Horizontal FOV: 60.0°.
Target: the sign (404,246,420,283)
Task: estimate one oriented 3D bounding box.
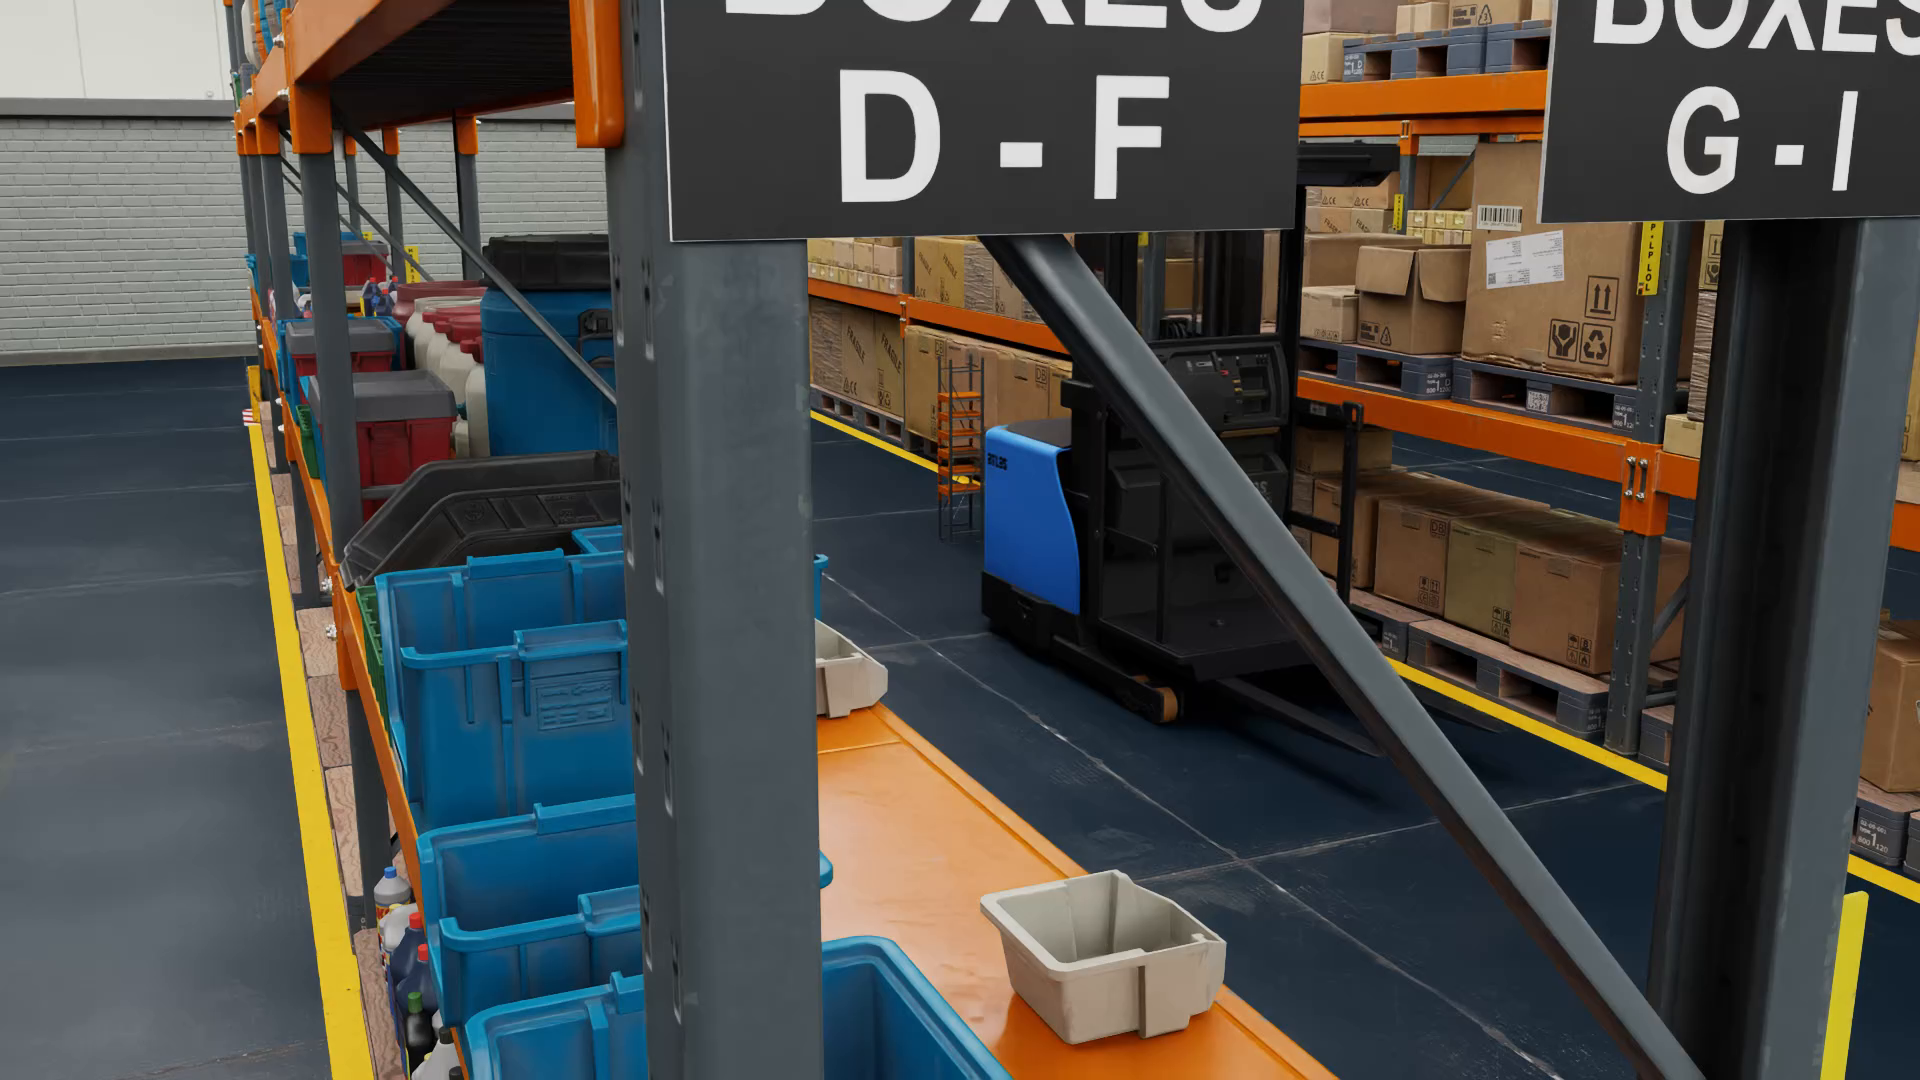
[{"bbox_3d":[-4.032,-1.998,12.238,0.100,0.325,0.005,-6,14,-23],"label":"sign"}]

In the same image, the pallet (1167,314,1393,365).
[{"bbox_3d":[1.987,-1.204,9.846,1.213,0.211,1.003,-6,14,-23],"label":"pallet"}]

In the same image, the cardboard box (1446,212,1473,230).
[{"bbox_3d":[4.541,-2.828,14.741,0.380,0.149,0.250,-5,14,-22],"label":"cardboard box"}]

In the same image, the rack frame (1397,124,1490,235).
[{"bbox_3d":[4.587,-2.689,15.835,1.000,3.000,0.127,-6,14,-23],"label":"rack frame"}]

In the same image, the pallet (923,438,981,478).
[{"bbox_3d":[0.380,-0.751,13.644,1.003,0.211,1.213,-6,14,-23],"label":"pallet"}]

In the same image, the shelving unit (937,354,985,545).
[{"bbox_3d":[0.006,-0.582,10.722,0.258,1.200,0.189,-6,14,-23],"label":"shelving unit"}]

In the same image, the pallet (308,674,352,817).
[{"bbox_3d":[-2.175,0.786,7.006,1.003,0.211,1.213,-6,14,-23],"label":"pallet"}]

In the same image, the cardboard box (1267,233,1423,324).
[{"bbox_3d":[2.172,-1.474,9.434,0.700,0.500,0.500,-3,13,-15],"label":"cardboard box"}]

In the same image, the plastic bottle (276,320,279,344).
[{"bbox_3d":[-4.073,-1.278,9.998,0.061,0.283,0.133,-6,14,-23],"label":"plastic bottle"}]

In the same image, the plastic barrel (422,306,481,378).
[{"bbox_3d":[-1.982,-0.686,6.881,0.433,0.535,0.433,0,13,0],"label":"plastic barrel"}]

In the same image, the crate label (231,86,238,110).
[{"bbox_3d":[-6.065,-3.810,14.356,0.408,0.251,0.502,-6,14,-23],"label":"crate label"}]

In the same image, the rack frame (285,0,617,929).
[{"bbox_3d":[-1.332,-0.161,4.915,1.000,3.000,0.127,-6,14,-23],"label":"rack frame"}]

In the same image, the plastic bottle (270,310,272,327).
[{"bbox_3d":[-4.664,-1.553,11.370,0.097,0.201,0.097,0,13,0],"label":"plastic bottle"}]

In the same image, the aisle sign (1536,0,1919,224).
[{"bbox_3d":[0.568,-0.613,1.101,0.394,0.787,0.004,-6,14,-23],"label":"aisle sign"}]

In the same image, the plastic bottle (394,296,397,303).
[{"bbox_3d":[-3.587,-1.446,10.741,0.152,0.276,0.135,-6,14,-23],"label":"plastic bottle"}]

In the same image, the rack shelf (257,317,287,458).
[{"bbox_3d":[-3.735,-1.051,10.352,1.077,0.370,4.000,-6,14,-23],"label":"rack shelf"}]

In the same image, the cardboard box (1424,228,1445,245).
[{"bbox_3d":[4.429,-2.740,15.021,0.380,0.149,0.250,-6,14,-24],"label":"cardboard box"}]

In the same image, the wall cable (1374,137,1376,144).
[{"bbox_3d":[6.494,-5.771,26.901,0.588,1.984,0.122,-6,14,-23],"label":"wall cable"}]

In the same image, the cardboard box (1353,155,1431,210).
[{"bbox_3d":[4.151,-3.442,15.991,0.500,0.500,0.500,-6,14,-25],"label":"cardboard box"}]

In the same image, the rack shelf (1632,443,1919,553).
[{"bbox_3d":[4.007,0.155,5.144,1.077,0.370,4.000,-6,14,-23],"label":"rack shelf"}]

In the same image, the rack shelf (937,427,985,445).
[{"bbox_3d":[0.006,-0.655,10.705,0.258,0.103,0.180,-6,14,-23],"label":"rack shelf"}]

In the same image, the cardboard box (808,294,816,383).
[{"bbox_3d":[-1.271,-2.133,17.212,0.875,0.875,0.875,-6,14,-23],"label":"cardboard box"}]

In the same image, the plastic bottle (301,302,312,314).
[{"bbox_3d":[-4.005,-1.329,10.244,0.097,0.271,0.097,0,13,0],"label":"plastic bottle"}]

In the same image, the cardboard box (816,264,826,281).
[{"bbox_3d":[-1.143,-2.545,15.770,0.380,0.149,0.250,-6,14,-24],"label":"cardboard box"}]

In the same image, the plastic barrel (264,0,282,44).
[{"bbox_3d":[-1.997,-2.088,5.474,0.600,0.901,0.600,0,13,0],"label":"plastic barrel"}]

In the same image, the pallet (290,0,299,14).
[{"bbox_3d":[-0.953,-1.391,3.992,1.213,0.211,1.003,-6,14,-23],"label":"pallet"}]

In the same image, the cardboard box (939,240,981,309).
[{"bbox_3d":[0.159,-2.089,13.022,0.500,0.500,0.500,-6,14,-23],"label":"cardboard box"}]

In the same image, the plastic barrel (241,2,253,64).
[{"bbox_3d":[-4.555,-3.415,11.088,0.433,0.535,0.433,0,13,0],"label":"plastic barrel"}]

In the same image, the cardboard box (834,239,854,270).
[{"bbox_3d":[-0.830,-2.613,15.181,0.500,0.250,0.500,-5,14,-22],"label":"cardboard box"}]

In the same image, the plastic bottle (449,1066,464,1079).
[{"bbox_3d":[-1.068,1.284,3.568,0.144,0.351,0.185,-5,14,-21],"label":"plastic bottle"}]

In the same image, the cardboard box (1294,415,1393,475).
[{"bbox_3d":[2.122,-0.553,9.511,0.500,0.250,0.500,-4,14,-17],"label":"cardboard box"}]

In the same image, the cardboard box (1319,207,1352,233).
[{"bbox_3d":[3.927,-3.064,16.576,0.500,0.500,0.500,-6,14,-25],"label":"cardboard box"}]

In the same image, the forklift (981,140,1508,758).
[{"bbox_3d":[1.217,-0.727,7.511,1.130,2.935,3.031,-6,14,-25],"label":"forklift"}]

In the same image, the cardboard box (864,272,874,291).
[{"bbox_3d":[-0.627,-2.279,14.621,0.380,0.149,0.250,-6,14,-24],"label":"cardboard box"}]

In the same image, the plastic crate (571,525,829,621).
[{"bbox_3d":[-0.640,0.115,4.050,0.499,0.251,0.616,-6,14,-23],"label":"plastic crate"}]

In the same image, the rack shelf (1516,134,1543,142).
[{"bbox_3d":[8.281,-4.681,19.385,1.077,0.370,4.000,-6,14,-23],"label":"rack shelf"}]

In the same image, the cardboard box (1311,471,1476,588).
[{"bbox_3d":[2.358,-0.065,9.067,0.700,0.500,0.500,-4,14,-18],"label":"cardboard box"}]

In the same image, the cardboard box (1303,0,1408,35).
[{"bbox_3d":[1.964,-2.860,8.593,0.500,0.500,0.500,-6,14,-25],"label":"cardboard box"}]

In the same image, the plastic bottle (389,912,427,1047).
[{"bbox_3d":[-1.389,1.119,4.282,0.144,0.351,0.185,-5,14,-21],"label":"plastic bottle"}]

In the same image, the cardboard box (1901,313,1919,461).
[{"bbox_3d":[3.498,-0.597,5.917,0.875,0.500,0.500,-6,14,-23],"label":"cardboard box"}]

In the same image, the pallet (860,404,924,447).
[{"bbox_3d":[-0.231,-1.067,15.013,1.003,0.211,1.213,-6,14,-23],"label":"pallet"}]

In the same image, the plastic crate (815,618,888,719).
[{"bbox_3d":[-0.449,0.280,3.594,0.530,0.136,0.437,-6,14,-23],"label":"plastic crate"}]

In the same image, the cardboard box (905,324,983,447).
[{"bbox_3d":[0.276,-1.301,13.618,1.225,0.875,0.875,-6,14,-23],"label":"cardboard box"}]

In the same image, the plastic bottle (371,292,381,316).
[{"bbox_3d":[-3.841,-1.505,11.004,0.097,0.271,0.097,0,13,0],"label":"plastic bottle"}]

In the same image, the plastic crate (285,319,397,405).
[{"bbox_3d":[-2.567,-0.658,6.917,0.402,0.464,0.583,-6,14,-23],"label":"plastic crate"}]

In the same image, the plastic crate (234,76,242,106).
[{"bbox_3d":[-4.983,-3.233,12.002,0.450,0.188,0.662,-6,14,-23],"label":"plastic crate"}]

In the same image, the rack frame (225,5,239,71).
[{"bbox_3d":[-6.139,-5.563,14.951,1.000,3.000,0.127,-6,14,-23],"label":"rack frame"}]

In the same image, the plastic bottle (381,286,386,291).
[{"bbox_3d":[-3.936,-1.626,11.519,0.152,0.276,0.135,-6,14,-23],"label":"plastic bottle"}]

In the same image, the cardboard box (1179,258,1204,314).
[{"bbox_3d":[1.659,-1.609,10.948,0.500,0.500,0.500,-5,14,-21],"label":"cardboard box"}]

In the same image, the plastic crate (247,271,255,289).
[{"bbox_3d":[-6.017,-2.247,14.377,0.250,0.136,0.298,-6,14,-23],"label":"plastic crate"}]
